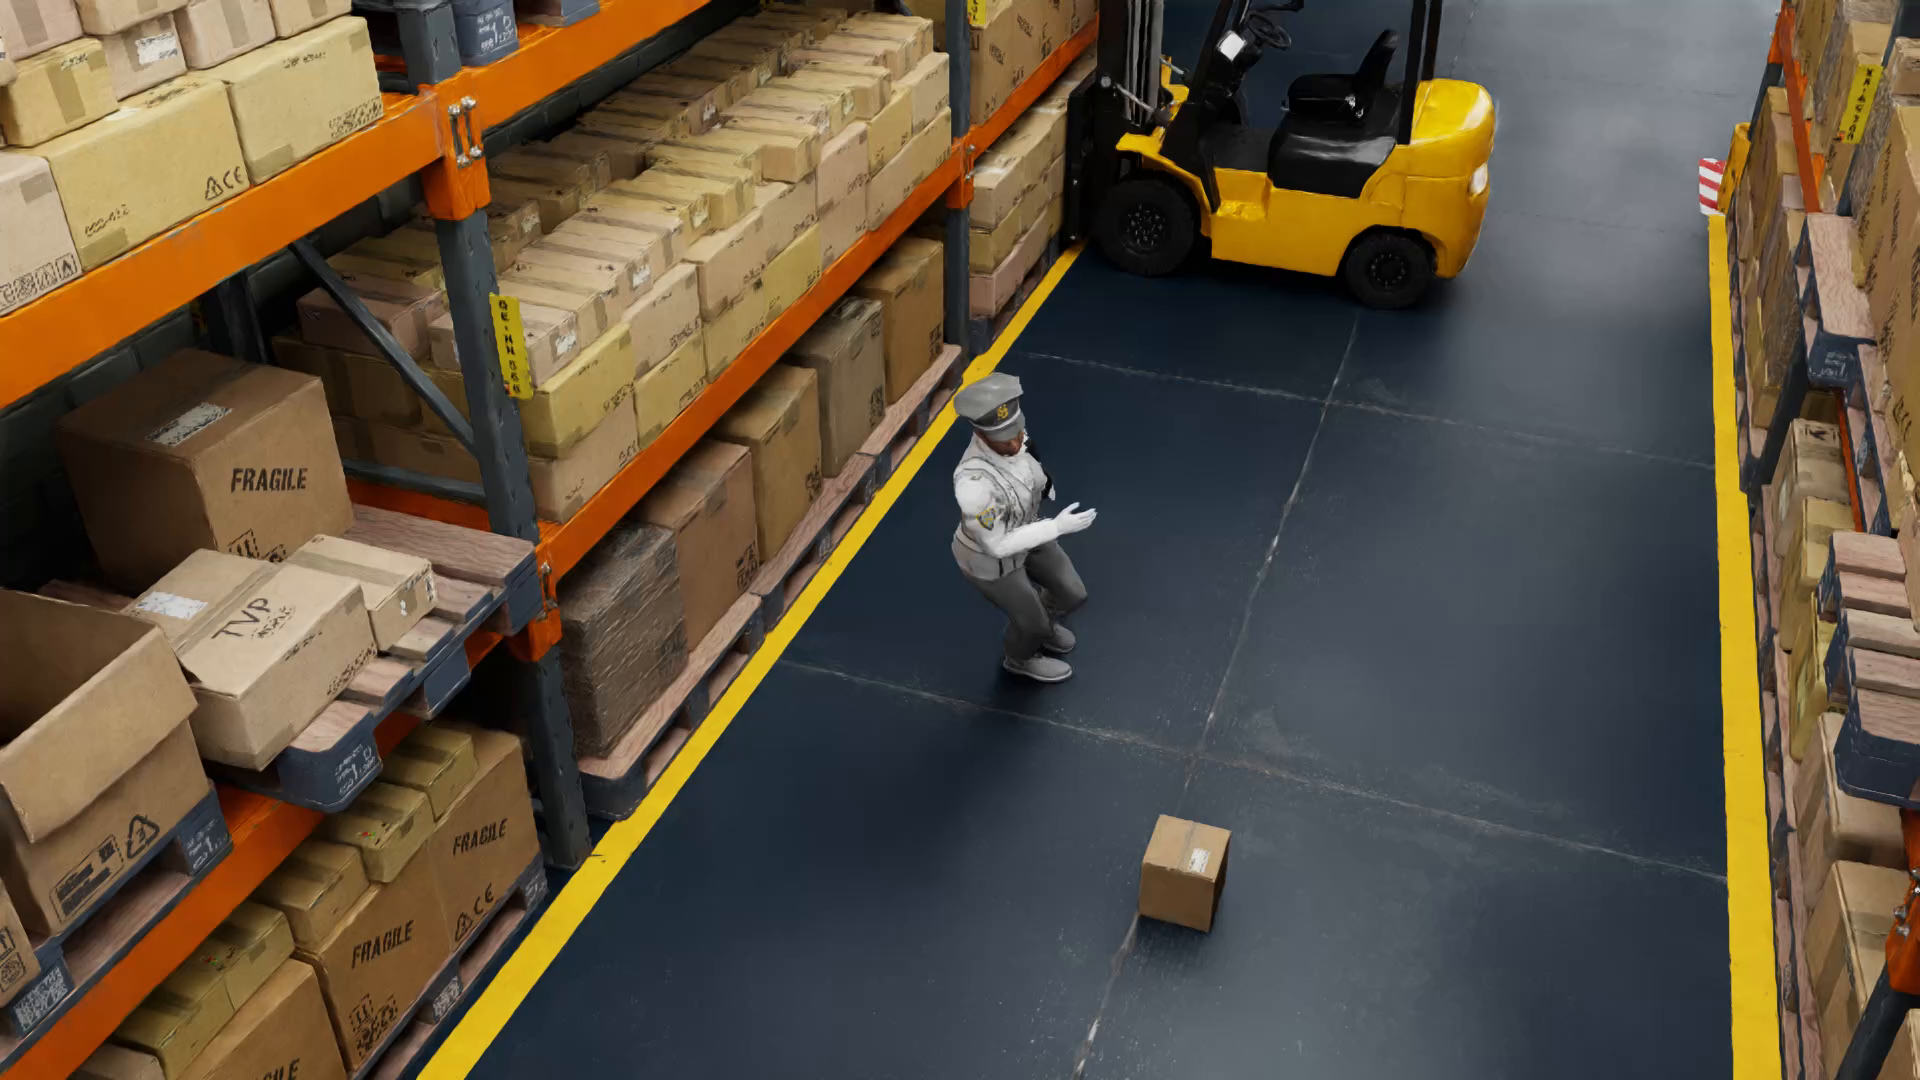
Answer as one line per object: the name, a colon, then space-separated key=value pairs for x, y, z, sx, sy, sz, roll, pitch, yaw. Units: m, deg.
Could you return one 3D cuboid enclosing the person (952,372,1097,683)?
person: x=0.283 y=-0.007 z=6.236 sx=0.523 sy=1.557 sz=0.859 roll=14 pitch=36 yaw=20
